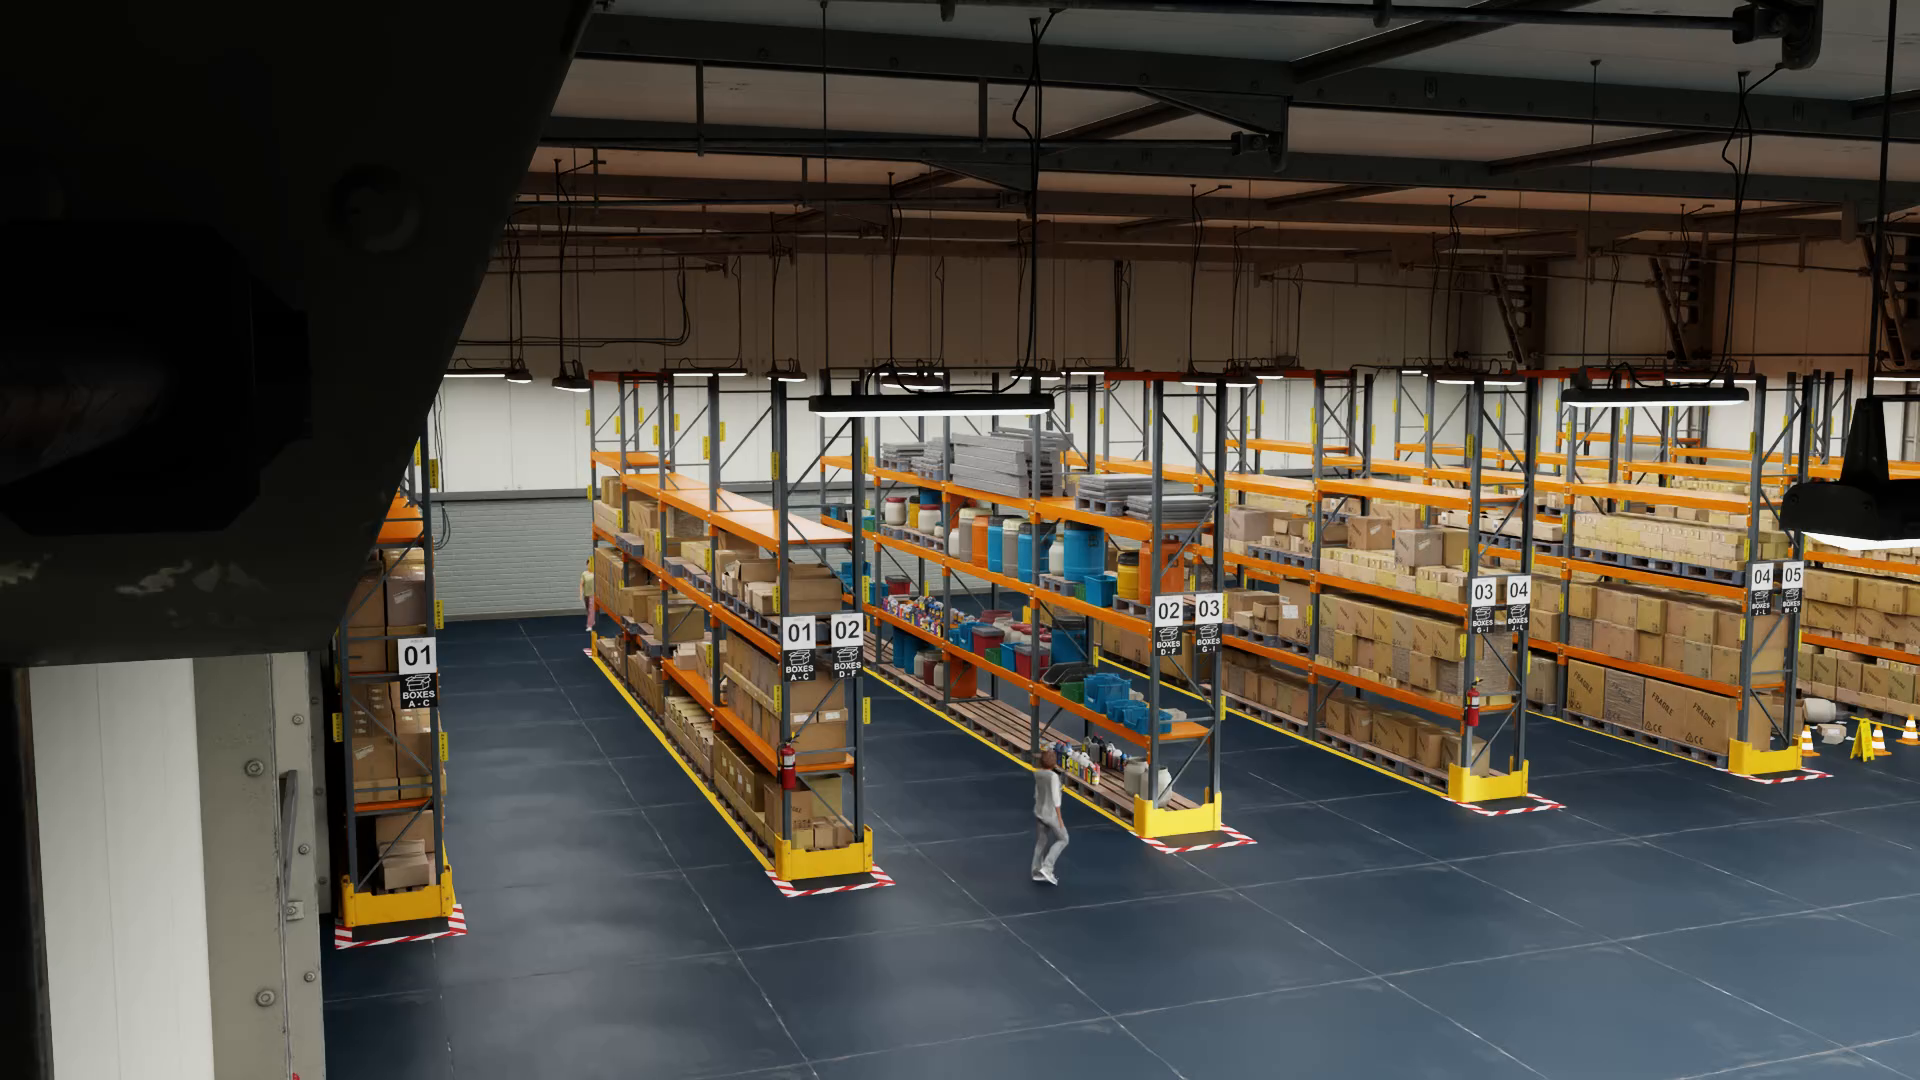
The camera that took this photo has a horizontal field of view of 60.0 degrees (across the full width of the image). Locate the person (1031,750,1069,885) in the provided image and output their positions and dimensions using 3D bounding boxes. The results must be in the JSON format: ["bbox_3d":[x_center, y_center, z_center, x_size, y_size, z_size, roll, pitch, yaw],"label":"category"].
[{"bbox_3d":[1.060,3.309,19.928,0.416,1.606,0.437,-3,7,-26],"label":"person"}]

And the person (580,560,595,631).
[{"bbox_3d":[-8.486,1.259,38.221,0.433,1.595,1.066,1,6,8],"label":"person"}]
